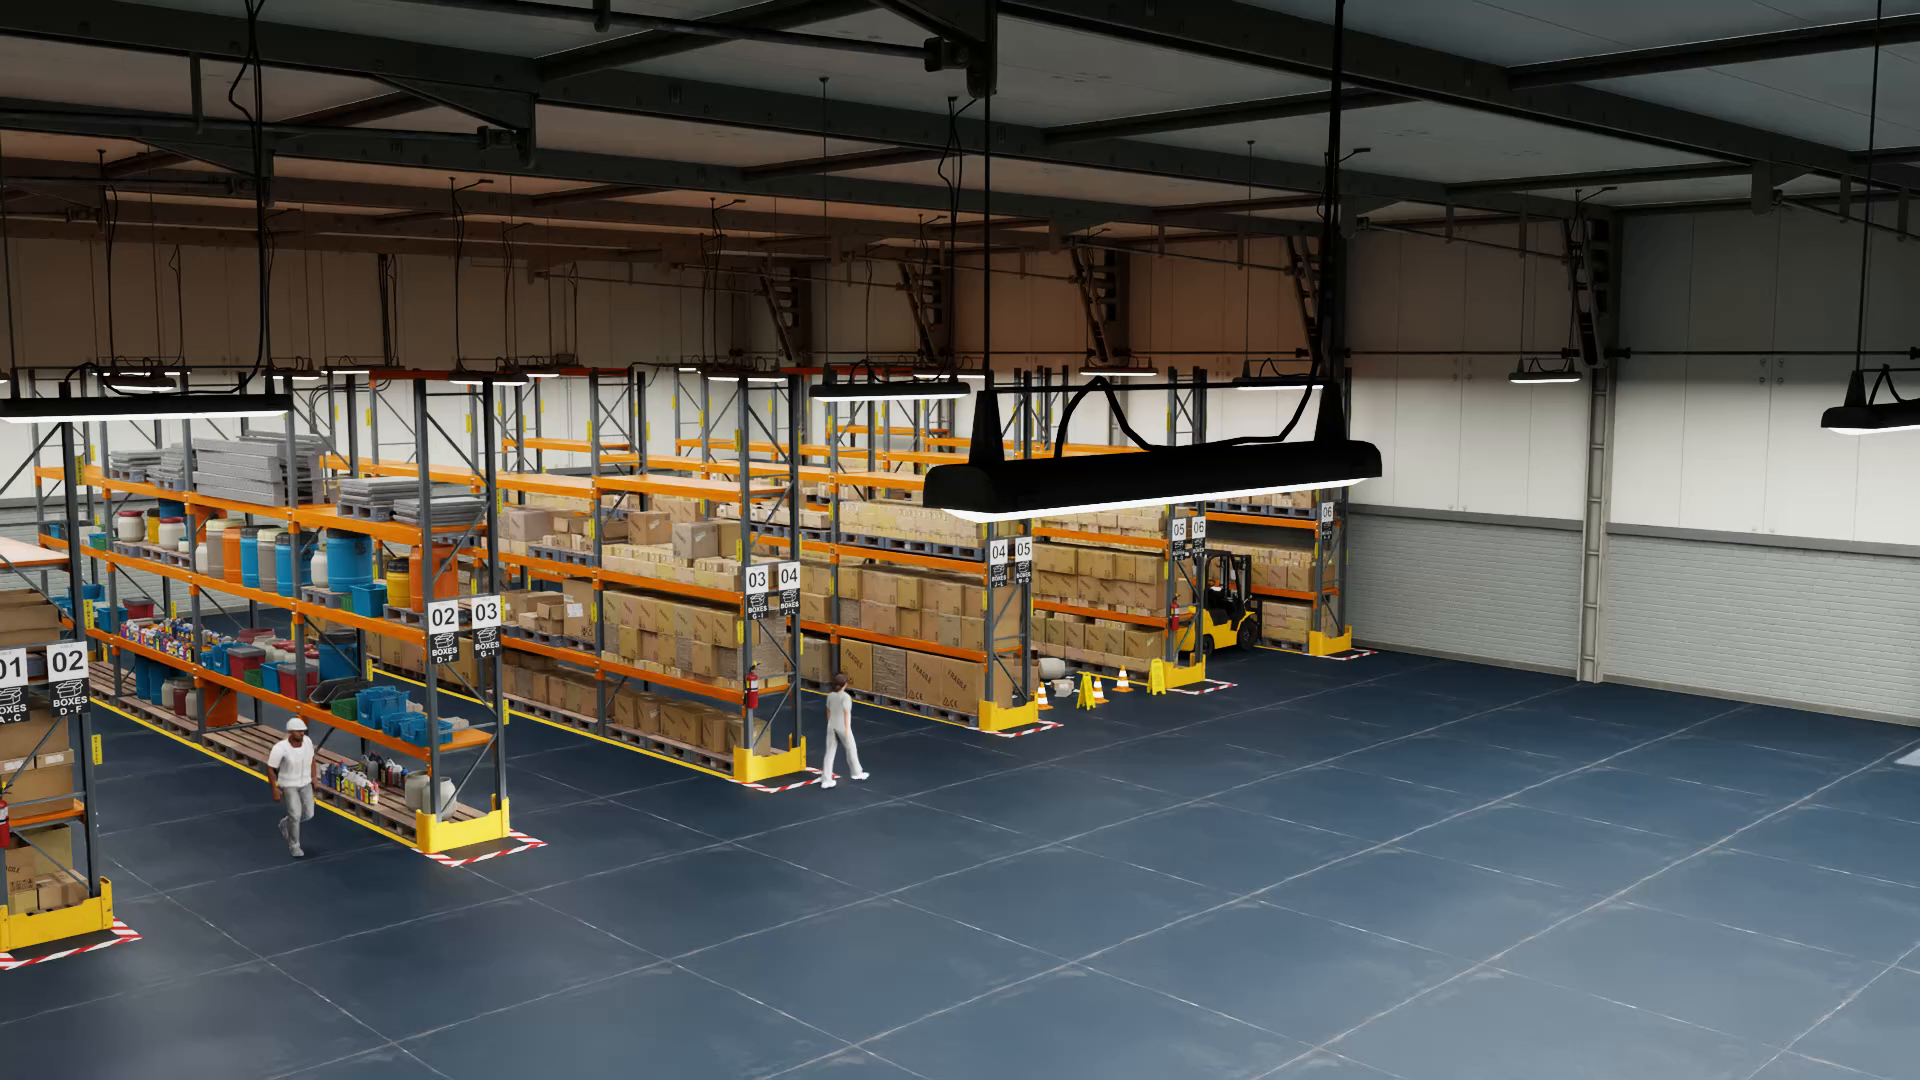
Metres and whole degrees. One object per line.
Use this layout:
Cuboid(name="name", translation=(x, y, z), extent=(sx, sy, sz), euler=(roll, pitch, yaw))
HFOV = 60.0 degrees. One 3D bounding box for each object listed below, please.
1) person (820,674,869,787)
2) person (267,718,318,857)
Cuboid(name="person", translation=(-1.743, 2.758, 24.361), extent=(0.487, 1.608, 0.949), euler=(4, 7, 30))
Cuboid(name="person", translation=(-8.487, 3.098, 21.084), extent=(0.656, 1.743, 0.659), euler=(4, 8, 32))
